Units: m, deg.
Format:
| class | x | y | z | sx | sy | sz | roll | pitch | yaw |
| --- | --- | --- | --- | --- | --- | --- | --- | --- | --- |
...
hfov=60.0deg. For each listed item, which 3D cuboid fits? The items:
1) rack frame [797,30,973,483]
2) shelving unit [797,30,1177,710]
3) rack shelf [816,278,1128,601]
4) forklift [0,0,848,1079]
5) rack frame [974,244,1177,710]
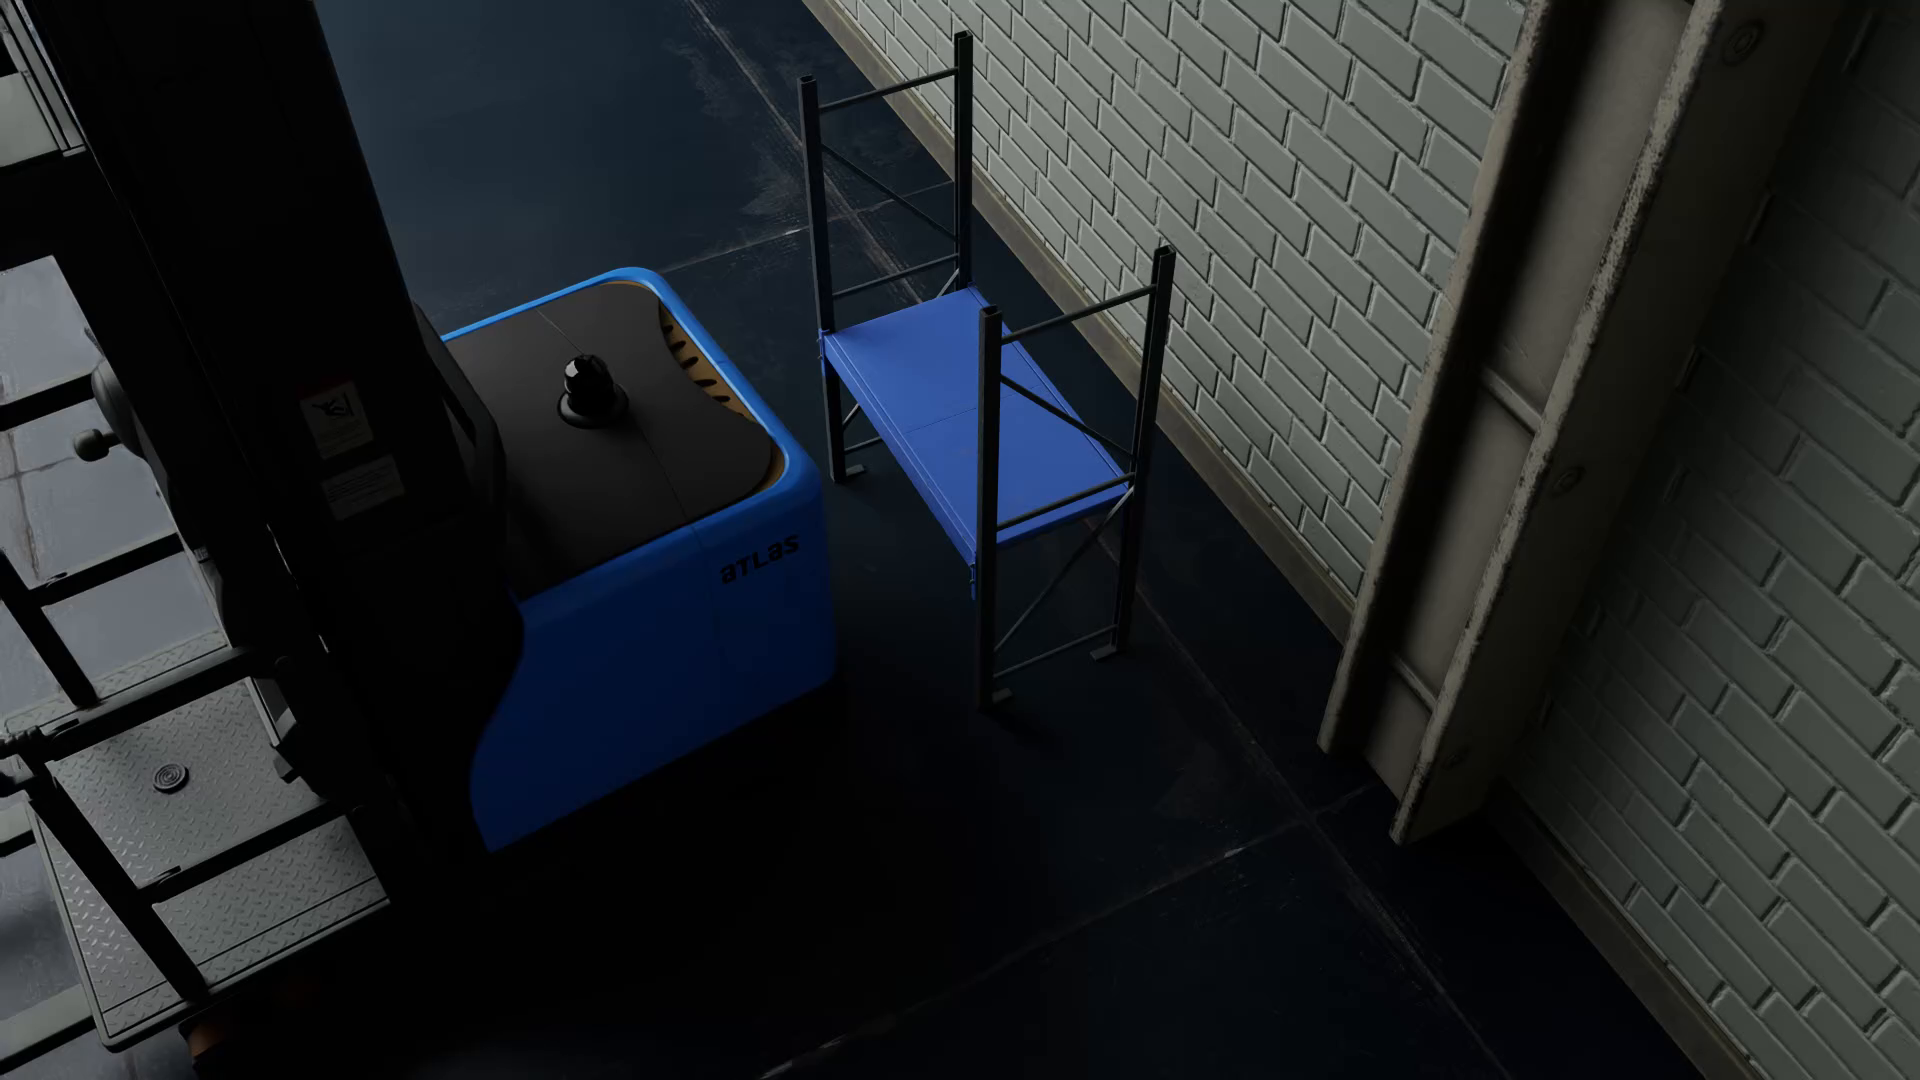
| class | x | y | z | sx | sy | sz | roll | pitch | yaw |
| --- | --- | --- | --- | --- | --- | --- | --- | --- | --- |
| rack frame | -0.194 | -0.777 | 4.933 | 0.500 | 1.500 | 0.032 | -21 | 52 | -18 |
| shelving unit | 0.039 | -0.437 | 4.636 | 0.538 | 1.500 | 1.048 | -21 | 52 | -18 |
| rack shelf | 0.039 | -0.318 | 4.771 | 0.538 | 0.185 | 1.000 | -21 | 52 | -18 |
| forklift | -1.833 | -0.111 | 3.400 | 3.031 | 2.935 | 1.130 | -26 | 54 | -21 |
| rack frame | 0.272 | -0.096 | 4.338 | 0.500 | 1.500 | 0.032 | -21 | 52 | -18 |
